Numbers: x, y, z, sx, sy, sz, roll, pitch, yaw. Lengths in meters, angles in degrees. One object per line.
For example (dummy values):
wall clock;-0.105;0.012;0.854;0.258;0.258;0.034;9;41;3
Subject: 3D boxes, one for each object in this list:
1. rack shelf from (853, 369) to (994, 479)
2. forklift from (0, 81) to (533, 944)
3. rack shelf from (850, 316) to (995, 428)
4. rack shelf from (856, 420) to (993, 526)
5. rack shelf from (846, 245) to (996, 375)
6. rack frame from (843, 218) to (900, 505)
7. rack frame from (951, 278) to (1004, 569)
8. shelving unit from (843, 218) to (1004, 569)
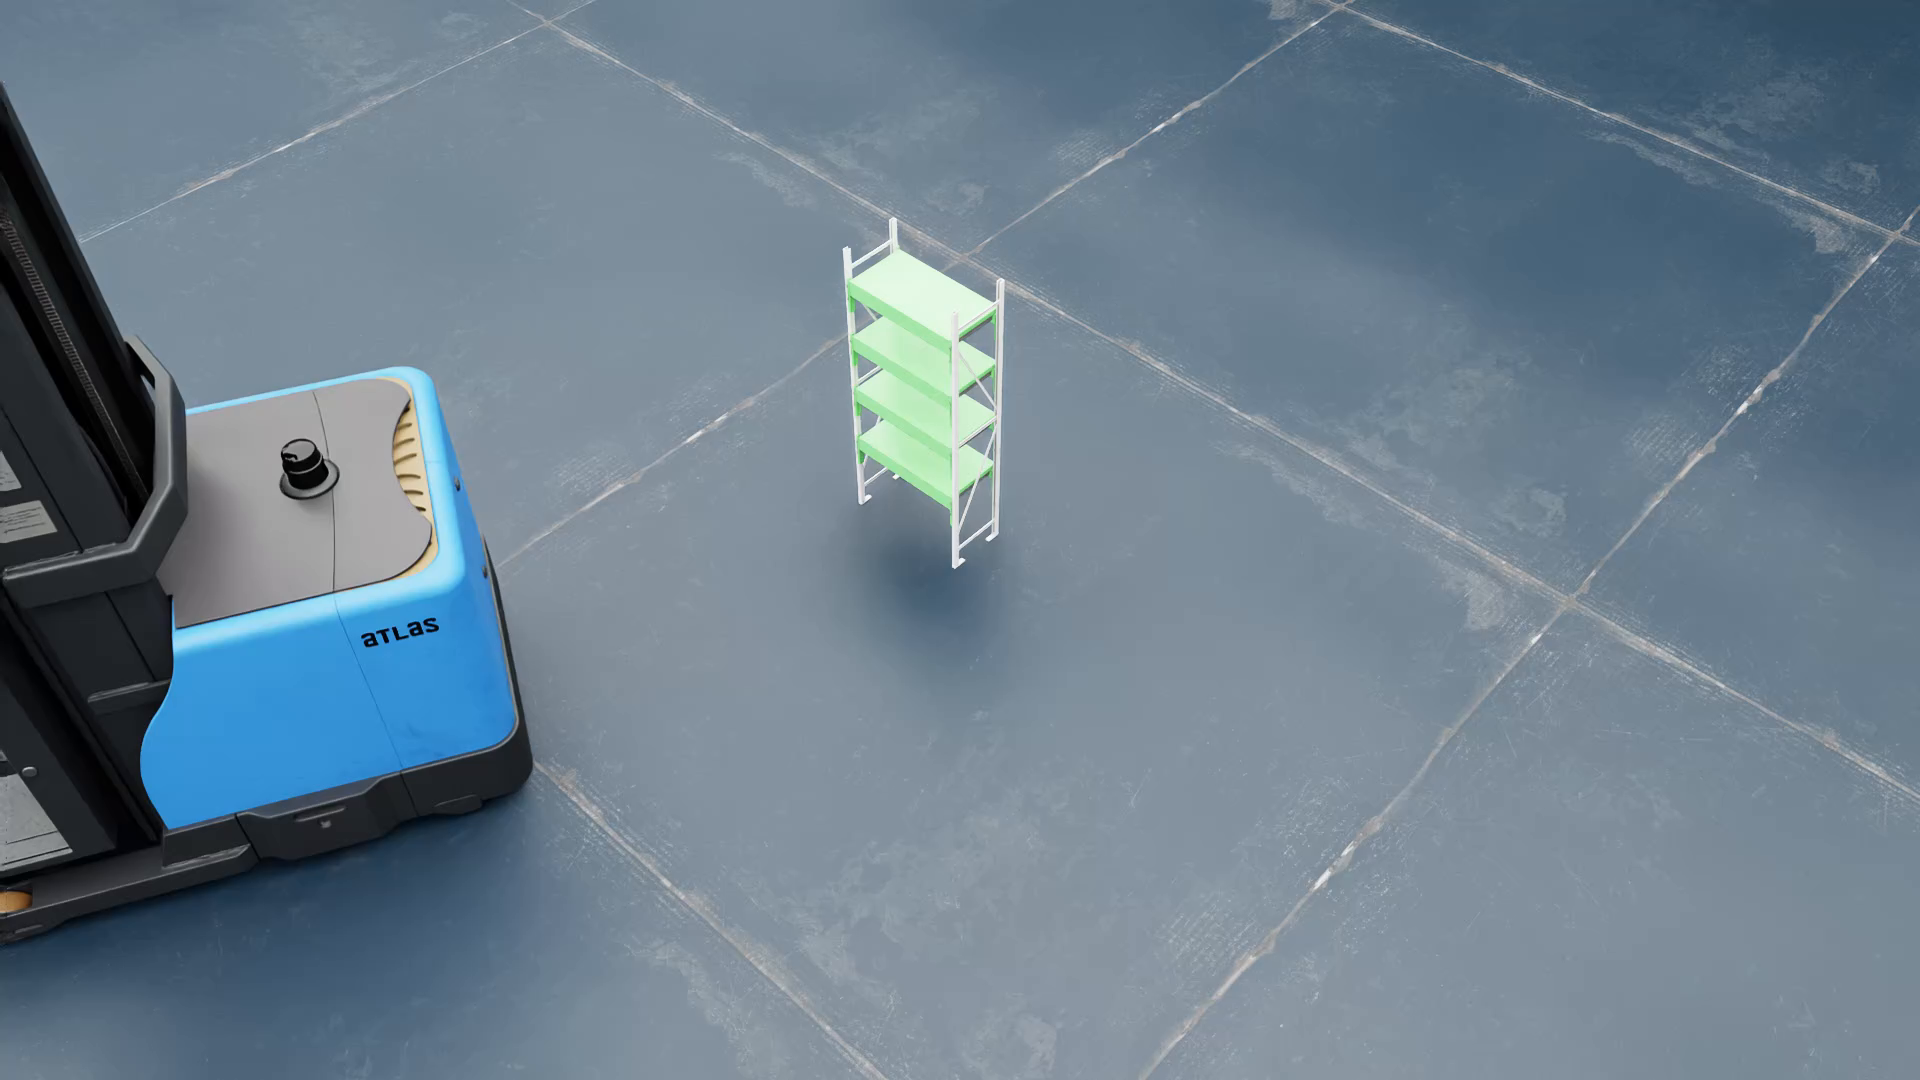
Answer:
rack shelf;-0.122;-0.449;5.936;0.480;0.148;0.258;34;55;28
forklift;-2.974;-0.165;4.395;3.031;2.935;1.130;-14;48;-13
rack shelf;-0.122;-0.613;5.761;0.480;0.148;0.258;34;55;28
rack shelf;-0.122;-0.285;6.111;0.480;0.148;0.258;34;55;28
rack shelf;-0.122;-0.777;5.586;0.480;0.148;0.258;34;55;28
rack frame;-0.301;-0.613;6.003;0.015;1.200;0.240;34;55;28
rack frame;0.058;-0.372;5.776;0.015;1.200;0.240;34;55;28
shelving unit;-0.122;-0.493;5.889;0.503;1.200;0.258;34;55;28
